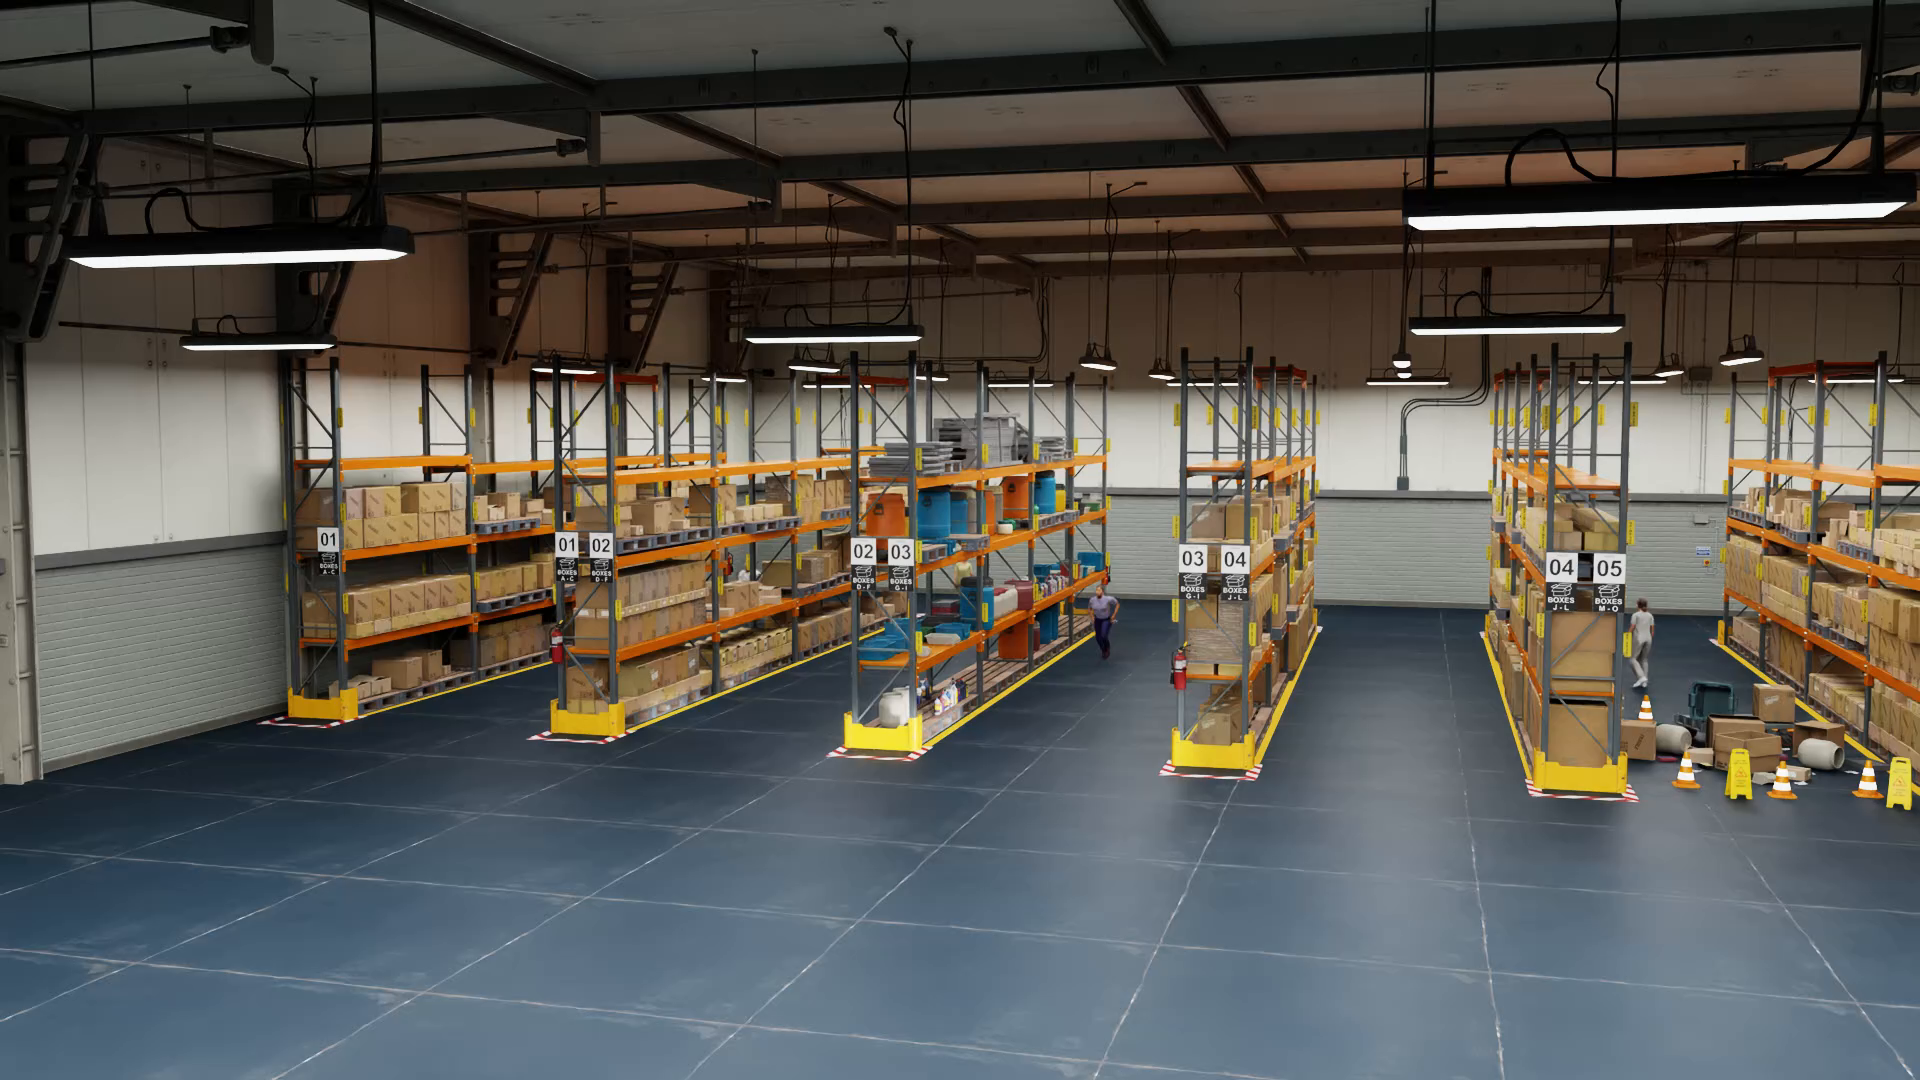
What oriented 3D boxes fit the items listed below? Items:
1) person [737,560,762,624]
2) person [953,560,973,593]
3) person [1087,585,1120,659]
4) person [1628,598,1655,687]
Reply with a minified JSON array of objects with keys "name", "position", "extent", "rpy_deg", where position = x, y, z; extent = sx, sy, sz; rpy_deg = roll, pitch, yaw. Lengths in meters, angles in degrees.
[{"name":"person","position":[-5.055,1.256,40.194],"extent":[0.552,1.601,0.737],"rpy_deg":[2,5,24]},{"name":"person","position":[0.070,1.098,42.053],"extent":[0.472,1.612,1.082],"rpy_deg":[1,4,12]},{"name":"person","position":[2.973,1.705,34.394],"extent":[0.638,1.551,0.750],"rpy_deg":[2,5,25]},{"name":"person","position":[12.708,1.918,30.919],"extent":[0.508,1.646,0.578],"rpy_deg":[-1,4,-9]}]
